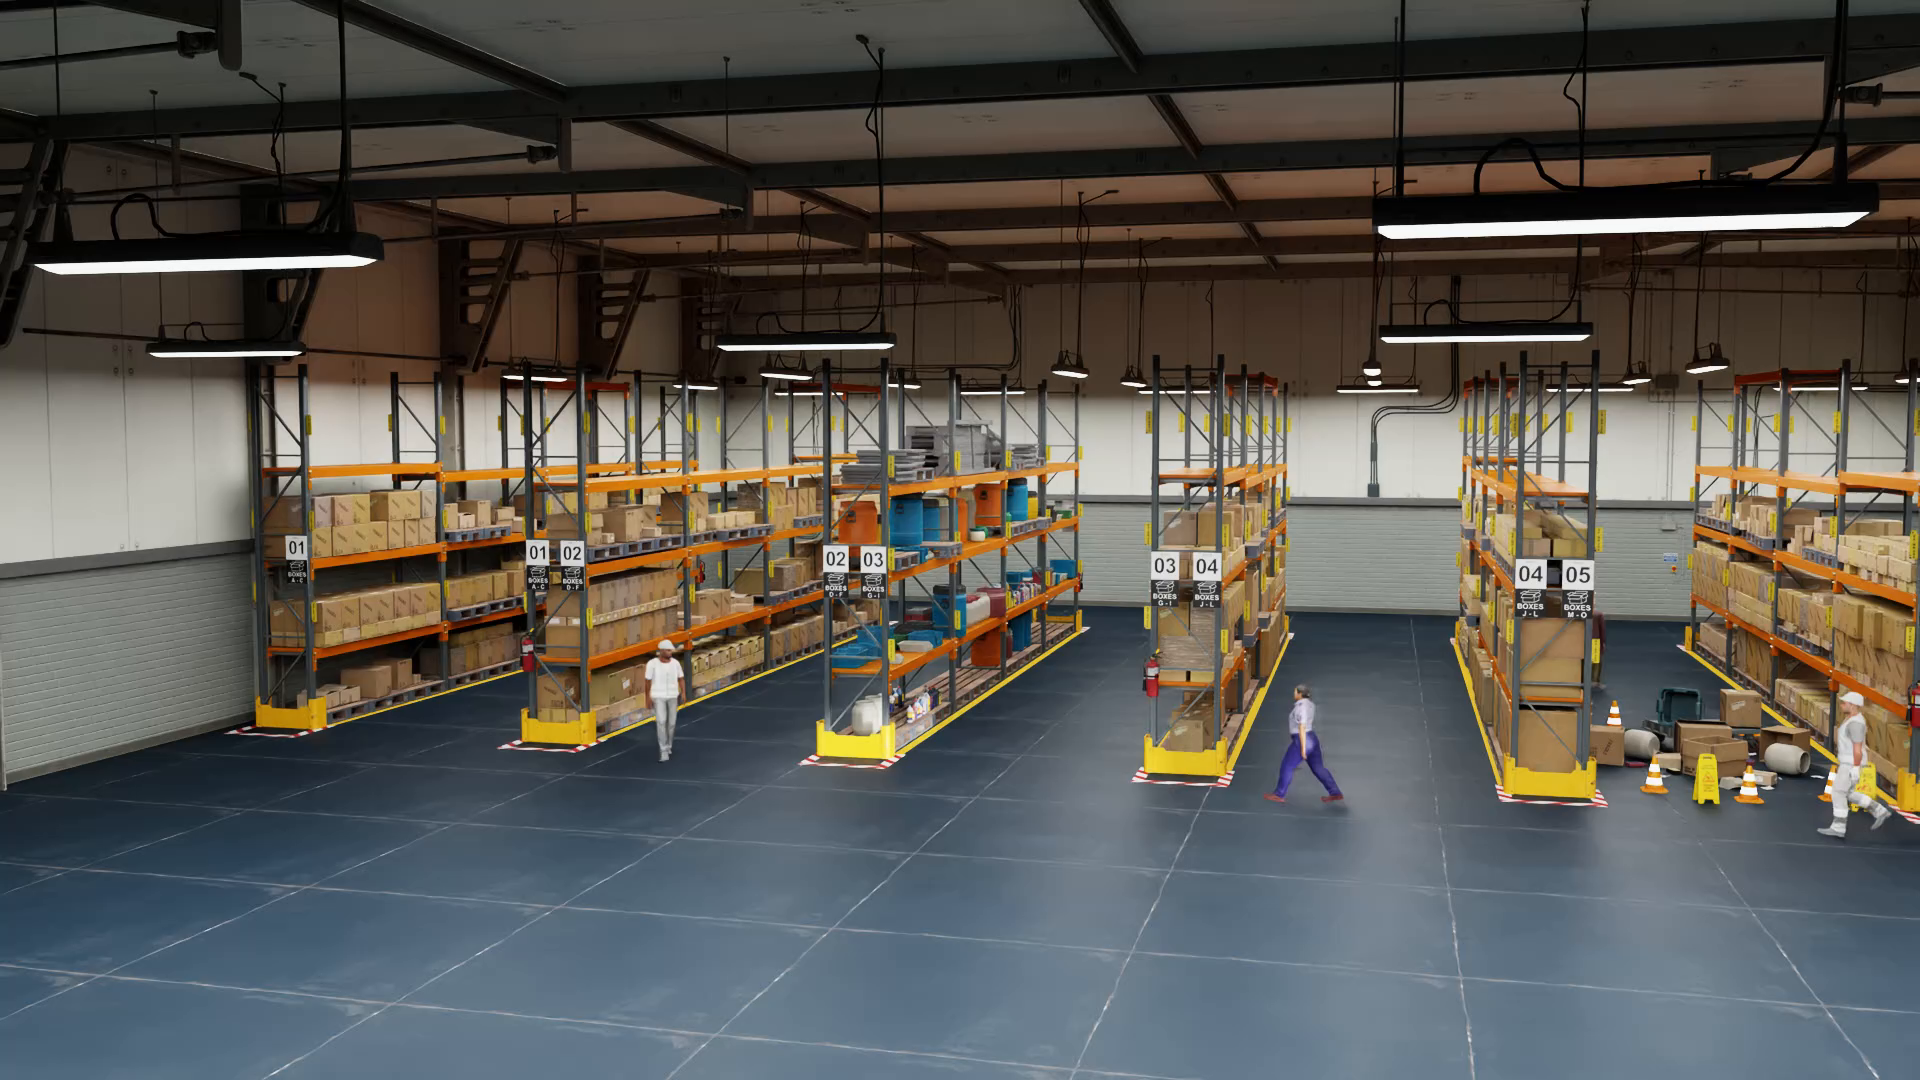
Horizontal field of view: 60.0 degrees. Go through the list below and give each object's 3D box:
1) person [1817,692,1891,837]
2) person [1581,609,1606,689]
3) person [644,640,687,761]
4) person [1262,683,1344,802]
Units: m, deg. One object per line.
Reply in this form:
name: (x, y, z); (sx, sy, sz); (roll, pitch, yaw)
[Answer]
person: (10.860, 2.720, 20.137); (0.824, 1.772, 0.551); (1, 4, 19)
person: (11.908, 2.004, 31.486); (0.614, 1.667, 0.612); (1, 4, 13)
person: (-4.389, 2.412, 25.094); (0.596, 1.764, 0.759); (-2, 5, -29)
person: (4.532, 2.684, 21.938); (1.042, 1.592, 0.490); (2, 5, 30)
